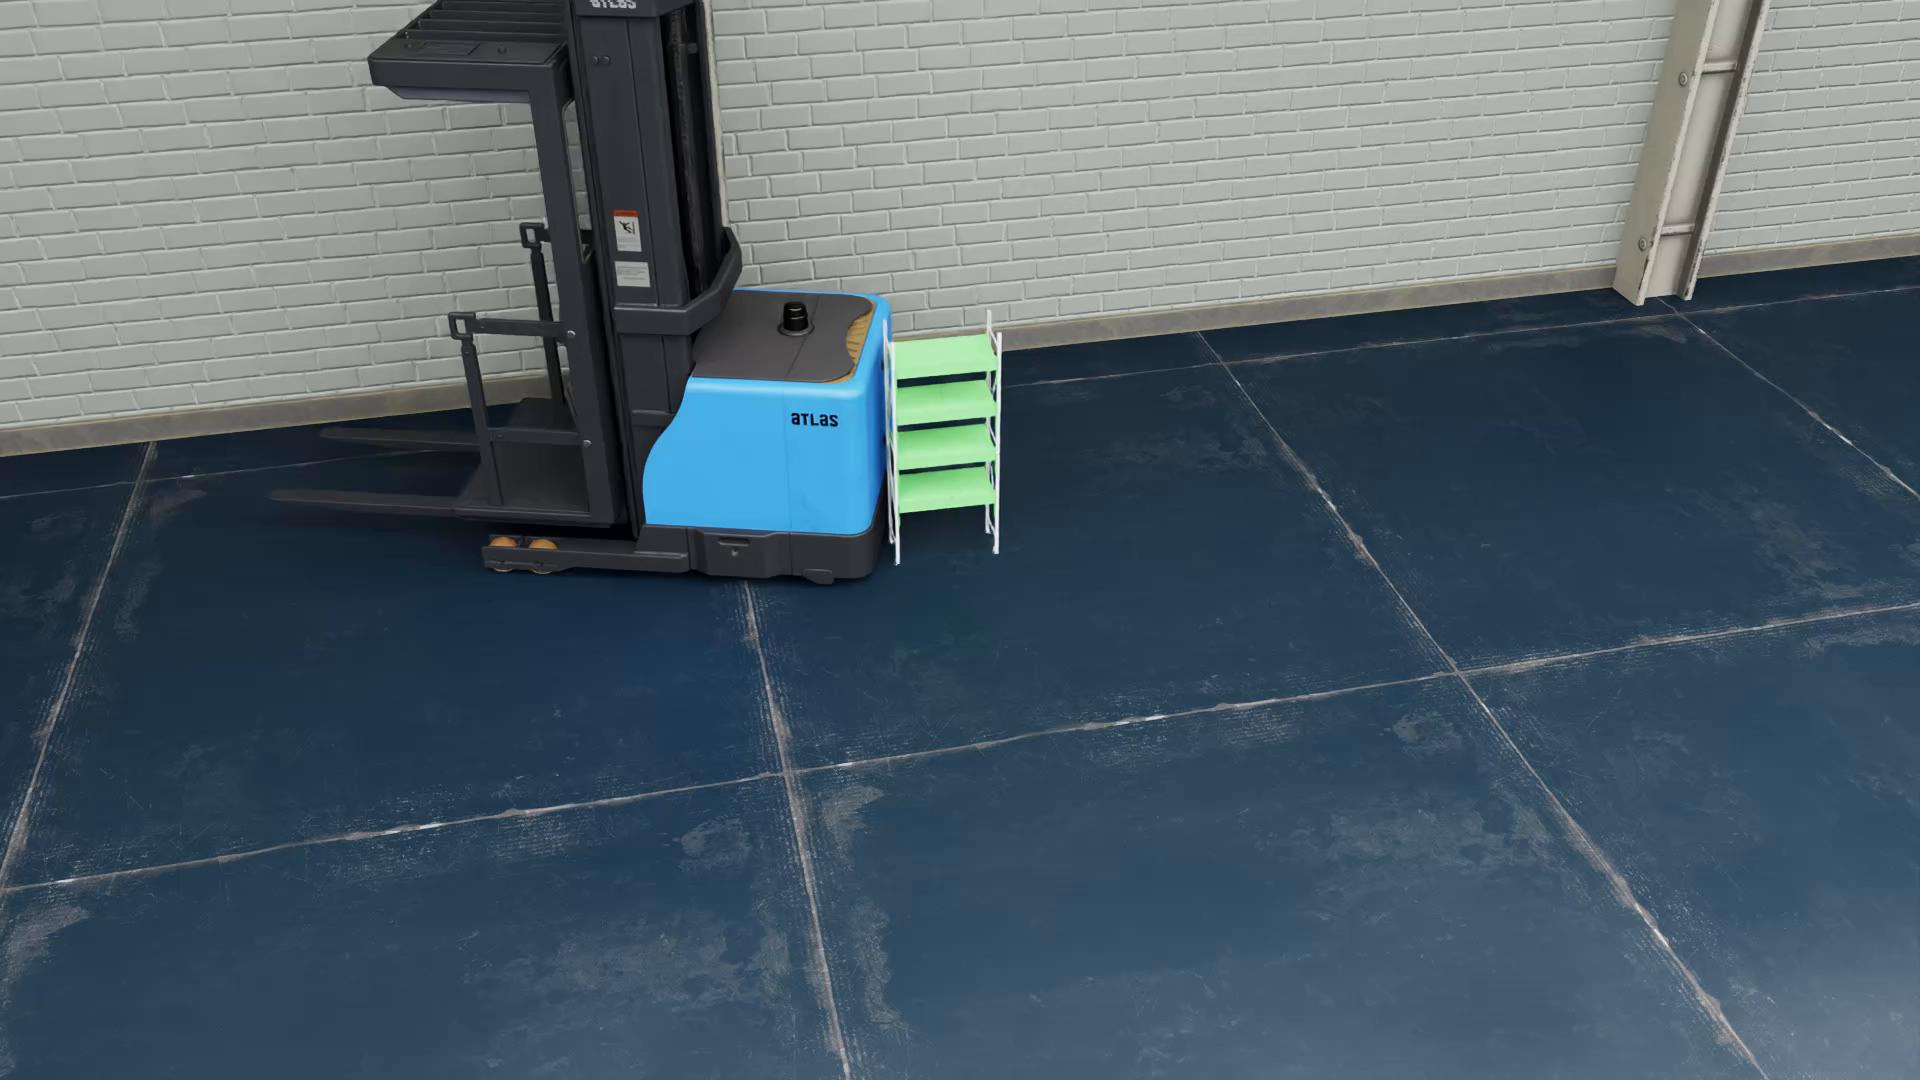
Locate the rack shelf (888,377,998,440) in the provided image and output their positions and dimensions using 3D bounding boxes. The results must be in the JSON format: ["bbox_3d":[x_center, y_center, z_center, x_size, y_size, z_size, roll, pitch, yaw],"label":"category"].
[{"bbox_3d":[-0.083,-0.616,7.774,0.480,0.148,0.258,-6,34,-9],"label":"rack shelf"}]

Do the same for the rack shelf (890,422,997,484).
[{"bbox_3d":[-0.083,-0.416,7.908,0.480,0.148,0.258,-6,34,-9],"label":"rack shelf"}]

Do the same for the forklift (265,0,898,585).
[{"bbox_3d":[-1.873,-1.342,7.620,3.031,2.935,1.130,3,34,5],"label":"forklift"}]

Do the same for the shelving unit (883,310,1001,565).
[{"bbox_3d":[-0.083,-0.469,7.873,0.503,1.200,0.258,-6,34,-9],"label":"shelving unit"}]

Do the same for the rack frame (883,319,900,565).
[{"bbox_3d":[-0.323,-0.443,7.834,0.015,1.200,0.240,-6,34,-9],"label":"rack frame"}]

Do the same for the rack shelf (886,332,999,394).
[{"bbox_3d":[-0.083,-0.815,7.641,0.480,0.148,0.258,-6,34,-9],"label":"rack shelf"}]

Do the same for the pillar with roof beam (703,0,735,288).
[{"bbox_3d":[-0.498,-2.241,3.513,0.400,9.000,9.100,-7,35,-11],"label":"pillar with roof beam"}]

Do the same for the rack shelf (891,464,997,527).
[{"bbox_3d":[-0.083,-0.217,8.042,0.480,0.148,0.258,-6,34,-9],"label":"rack shelf"}]

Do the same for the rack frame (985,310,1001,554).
[{"bbox_3d":[0.156,-0.495,7.912,0.015,1.200,0.240,-6,34,-9],"label":"rack frame"}]

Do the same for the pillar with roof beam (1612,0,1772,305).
[{"bbox_3d":[5.354,-2.978,4.612,0.400,9.000,9.100,-7,35,-11],"label":"pillar with roof beam"}]
